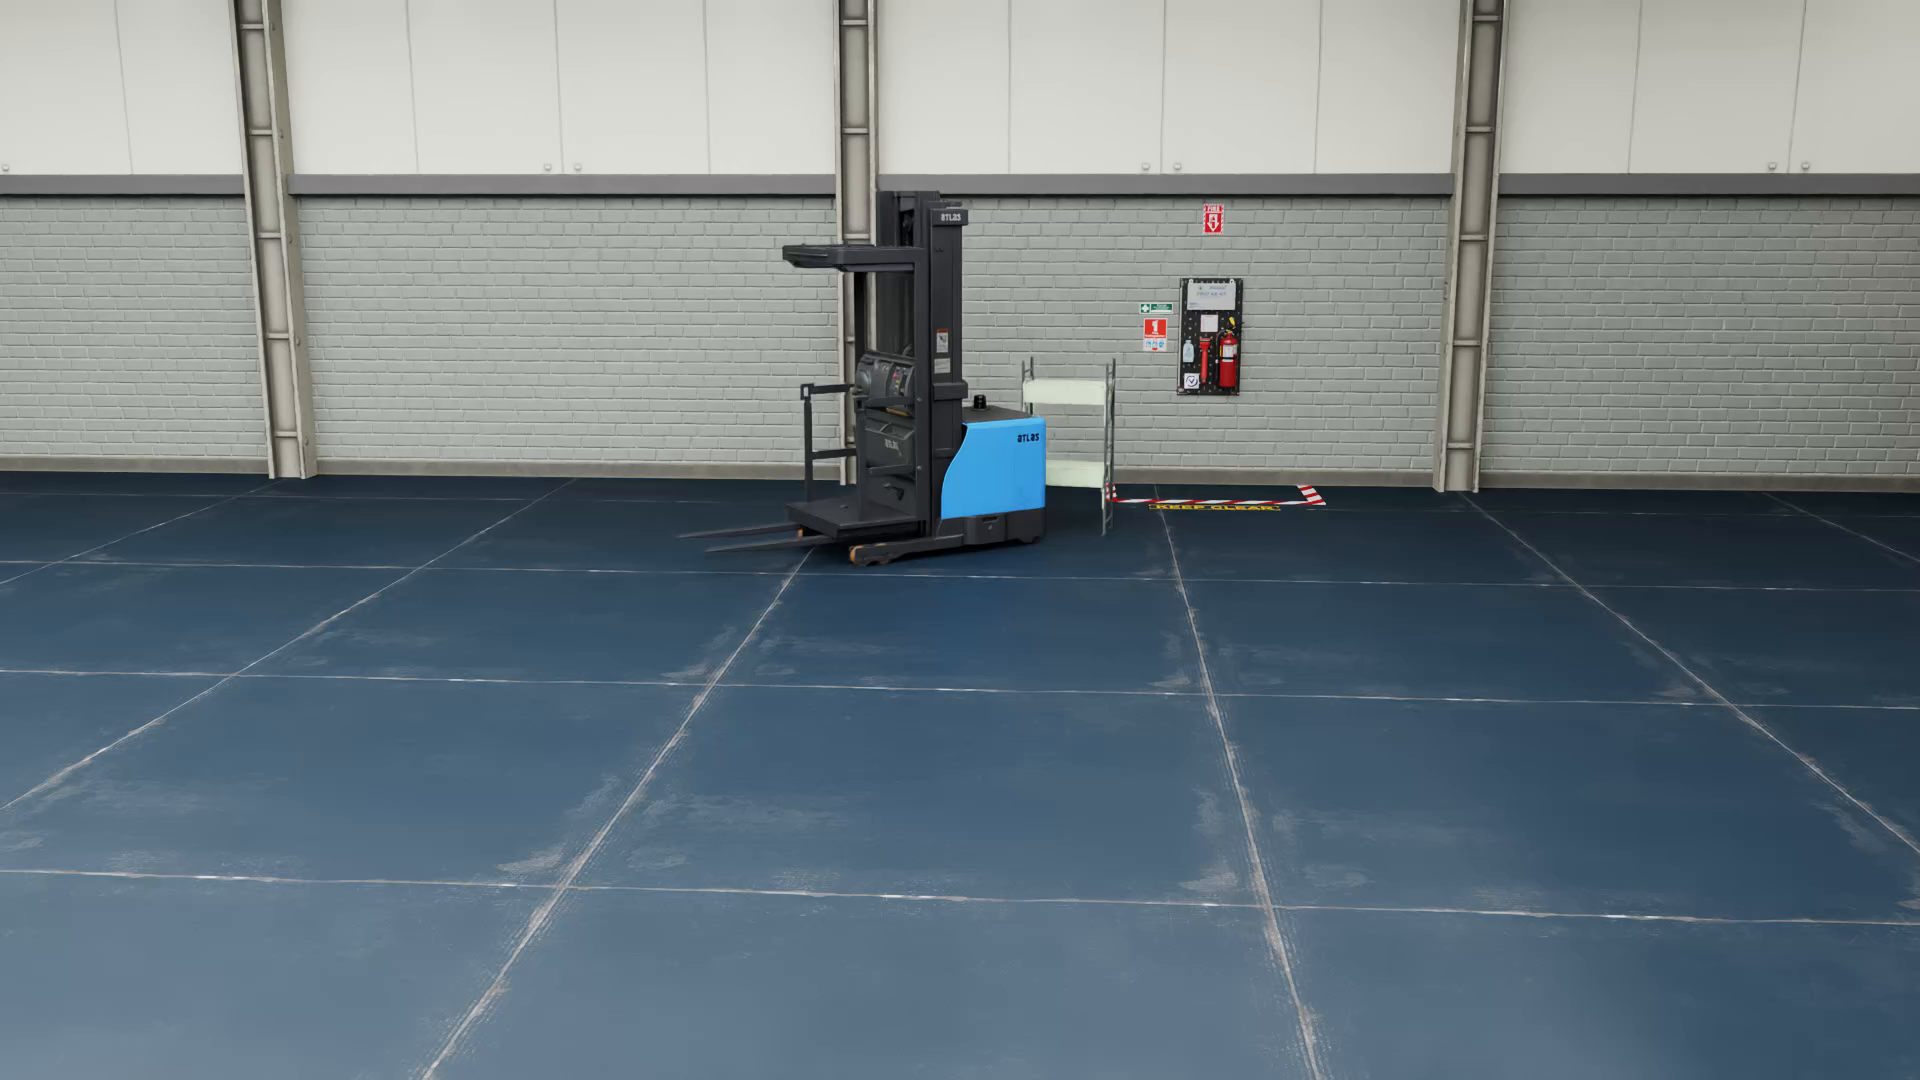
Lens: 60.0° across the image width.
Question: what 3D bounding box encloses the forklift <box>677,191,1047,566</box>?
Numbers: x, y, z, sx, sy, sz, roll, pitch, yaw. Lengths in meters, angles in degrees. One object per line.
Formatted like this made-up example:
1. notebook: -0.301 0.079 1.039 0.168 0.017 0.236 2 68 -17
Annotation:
1. forklift: -0.797 -1.346 13.546 3.031 2.935 1.130 -7 14 -29

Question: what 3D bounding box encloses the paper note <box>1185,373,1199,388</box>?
1. paper note: 2.336 -1.604 16.759 0.142 0.148 0.016 1 12 4

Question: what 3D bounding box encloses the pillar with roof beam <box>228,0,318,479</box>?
1. pillar with roof beam: -7.290 -4.198 12.358 0.400 9.000 9.100 1 12 4

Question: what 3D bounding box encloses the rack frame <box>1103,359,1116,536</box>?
1. rack frame: 1.298 -0.810 14.476 0.023 1.500 0.400 3 12 14

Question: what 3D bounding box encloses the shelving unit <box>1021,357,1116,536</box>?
1. shelving unit: 0.944 -0.828 14.564 0.755 1.500 0.431 3 12 14

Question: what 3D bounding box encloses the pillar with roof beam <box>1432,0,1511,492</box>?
1. pillar with roof beam: 4.683 -4.034 11.573 0.400 9.000 9.100 1 12 4

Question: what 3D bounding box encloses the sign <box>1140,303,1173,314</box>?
1. sign: 1.967 -2.322 16.660 0.331 0.109 0.001 1 12 4

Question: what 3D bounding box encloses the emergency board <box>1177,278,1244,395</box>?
1. emergency board: 2.508 -2.018 16.590 0.643 1.169 0.194 1 12 4

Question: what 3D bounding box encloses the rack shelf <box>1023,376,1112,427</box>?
1. rack shelf: 0.944 -1.210 14.484 0.720 0.370 0.431 3 12 14

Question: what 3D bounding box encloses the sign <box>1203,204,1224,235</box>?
1. sign: 2.506 -3.173 16.451 0.199 0.298 0.001 1 12 4

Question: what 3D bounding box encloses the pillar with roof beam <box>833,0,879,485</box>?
1. pillar with roof beam: -1.303 -4.116 11.965 0.400 9.000 9.100 1 12 4

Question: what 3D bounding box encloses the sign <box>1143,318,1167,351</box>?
1. sign: 1.963 -2.064 16.724 0.234 0.329 0.001 1 12 4

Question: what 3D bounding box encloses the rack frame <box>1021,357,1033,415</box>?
1. rack frame: 0.589 -0.847 14.653 0.023 1.500 0.400 3 12 14

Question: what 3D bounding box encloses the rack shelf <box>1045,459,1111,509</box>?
1. rack shelf: 0.944 -0.509 14.631 0.720 0.370 0.431 3 12 14
